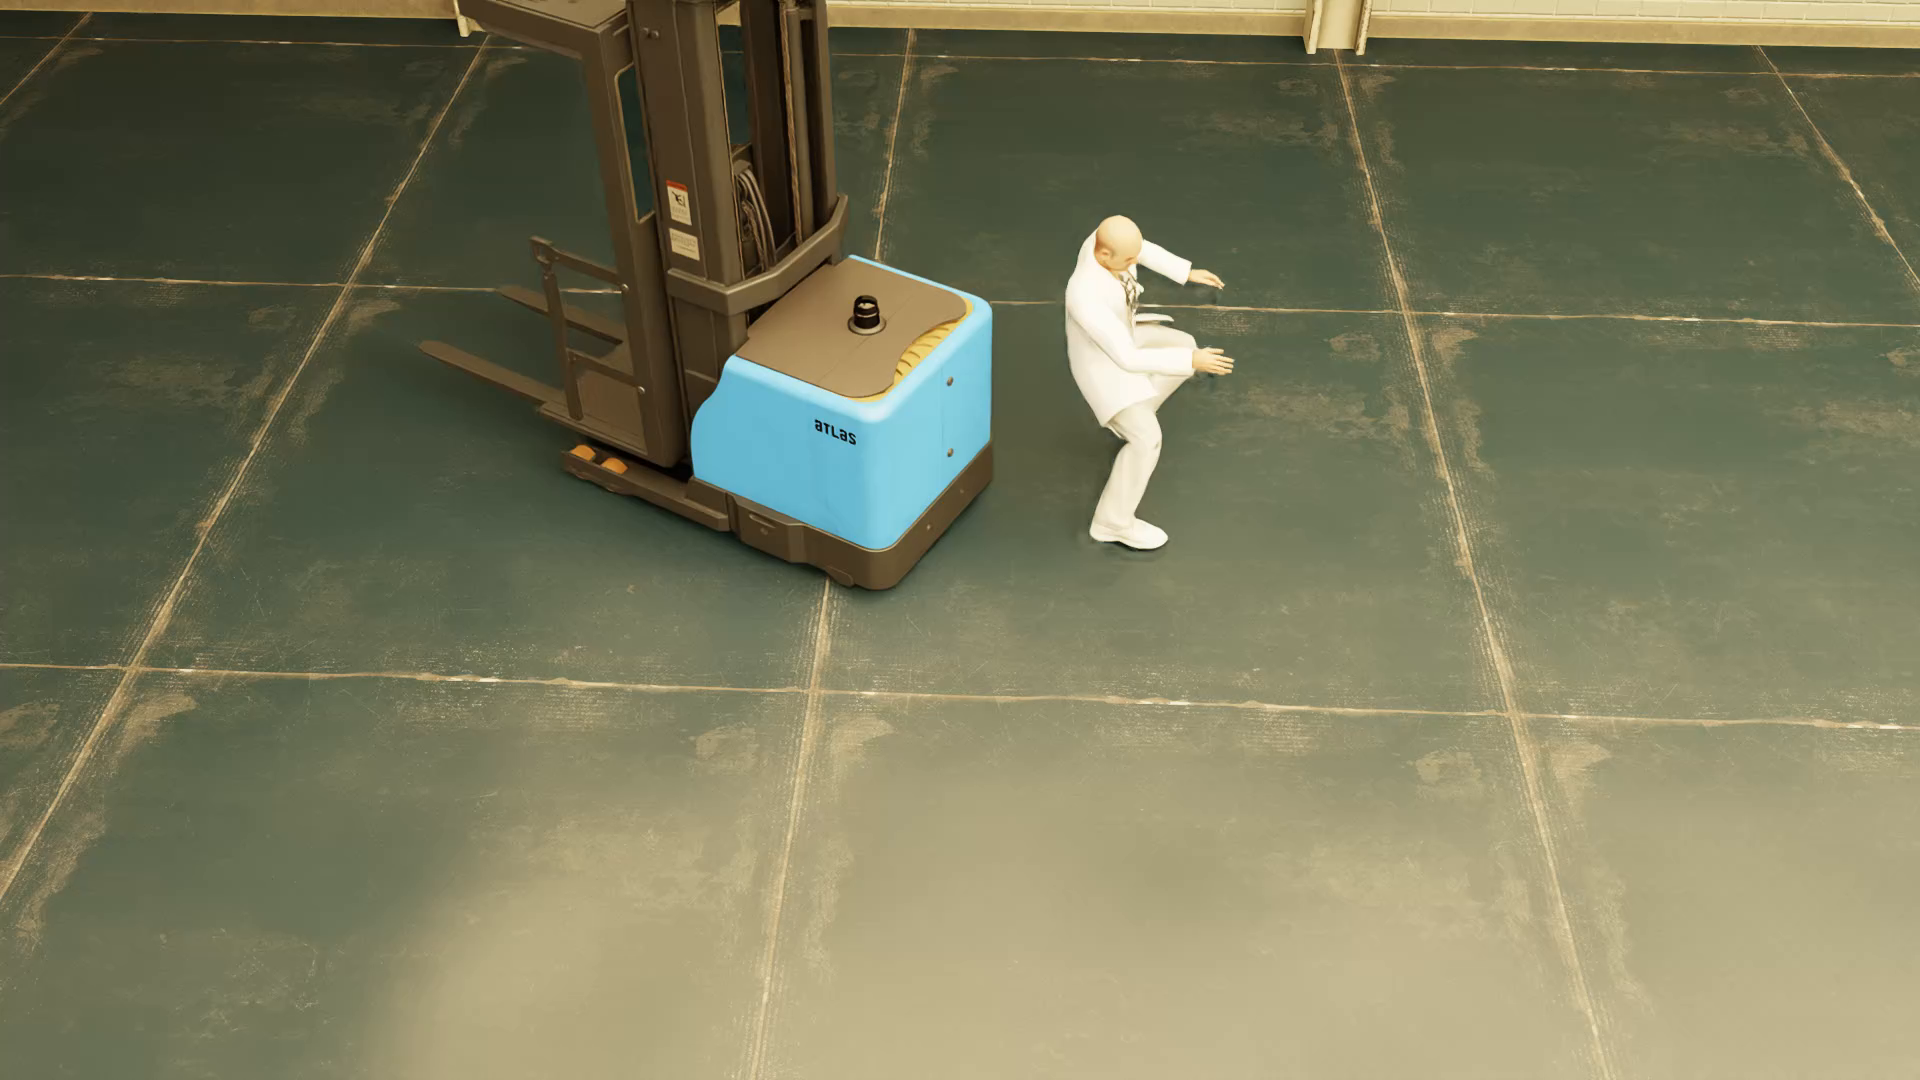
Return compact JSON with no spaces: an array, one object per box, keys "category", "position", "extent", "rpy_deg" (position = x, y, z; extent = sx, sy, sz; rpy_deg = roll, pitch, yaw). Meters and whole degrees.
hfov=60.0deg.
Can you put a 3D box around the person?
[{"category":"person","position":[0.877,-0.822,7.676],"extent":[0.825,1.535,0.898],"rpy_deg":[13,44,14]}]

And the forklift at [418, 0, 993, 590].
[{"category":"forklift","position":[-1.368,-1.601,7.496],"extent":[3.031,2.935,1.130],"rpy_deg":[22,47,22]}]
